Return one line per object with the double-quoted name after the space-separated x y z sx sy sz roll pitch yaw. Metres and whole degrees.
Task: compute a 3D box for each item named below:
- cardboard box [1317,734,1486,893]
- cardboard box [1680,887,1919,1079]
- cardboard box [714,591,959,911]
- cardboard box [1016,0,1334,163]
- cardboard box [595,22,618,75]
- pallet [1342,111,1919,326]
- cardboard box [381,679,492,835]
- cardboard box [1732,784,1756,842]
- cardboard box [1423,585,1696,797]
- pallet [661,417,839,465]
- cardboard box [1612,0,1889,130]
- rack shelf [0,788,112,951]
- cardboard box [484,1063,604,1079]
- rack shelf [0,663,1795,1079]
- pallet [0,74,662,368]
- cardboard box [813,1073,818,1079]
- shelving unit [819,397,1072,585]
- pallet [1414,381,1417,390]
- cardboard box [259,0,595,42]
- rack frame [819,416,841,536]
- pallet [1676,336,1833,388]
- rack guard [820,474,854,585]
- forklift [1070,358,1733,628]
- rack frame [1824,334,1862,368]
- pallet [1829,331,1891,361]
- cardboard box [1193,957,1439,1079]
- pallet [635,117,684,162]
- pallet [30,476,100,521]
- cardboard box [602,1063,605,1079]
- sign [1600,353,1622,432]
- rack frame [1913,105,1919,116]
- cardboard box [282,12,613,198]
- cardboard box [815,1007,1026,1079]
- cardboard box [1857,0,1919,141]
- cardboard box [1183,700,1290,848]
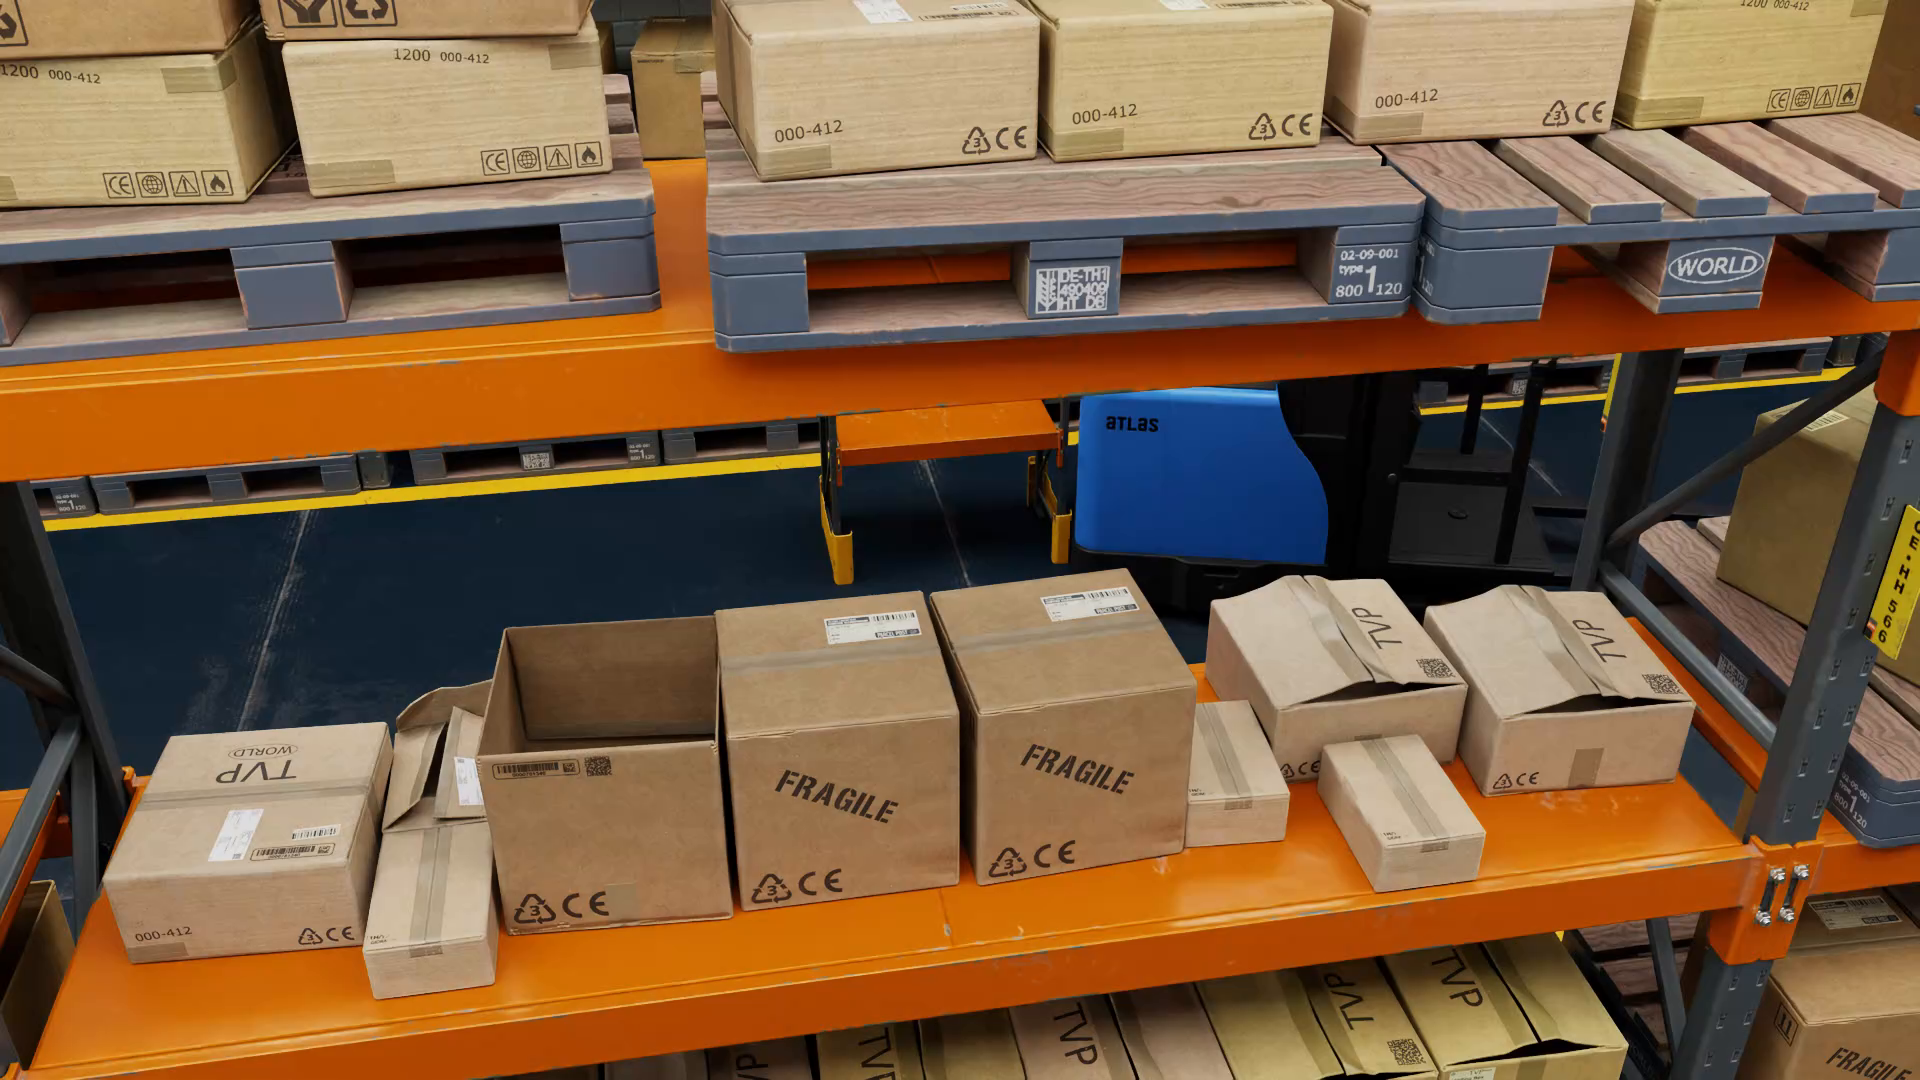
1.040 0.642 3.946 0.250 0.149 0.380 -5 31 -9 "cardboard box"
2.374 1.303 4.607 0.500 0.500 0.500 -4 31 -7 "cardboard box"
-0.291 0.480 3.875 0.500 0.500 0.500 -5 31 -9 "cardboard box"
0.361 -0.922 3.134 0.500 0.250 0.500 -6 31 -10 "cardboard box"
-1.898 -2.100 7.829 0.500 0.500 0.700 -2 31 -4 "cardboard box"
1.223 -0.791 3.363 1.003 0.211 1.213 -4 31 -7 "pallet"
-1.228 0.565 3.962 0.258 0.266 0.396 -6 31 -10 "cardboard box"
2.752 1.000 5.123 0.500 0.500 0.500 -4 31 -7 "cardboard box"
1.509 0.364 4.260 0.500 0.311 0.500 -3 31 -6 "cardboard box"
-0.988 -0.773 8.856 1.213 0.211 1.003 -5 31 -9 "pallet"
1.438 -1.026 3.309 0.500 0.250 0.500 -8 31 -13 "cardboard box"
-4.027 1.172 3.507 4.000 0.370 1.077 -5 31 -9 "rack shelf"
-1.115 1.485 4.010 0.500 0.311 0.500 -6 31 -10 "cardboard box"
-0.093 0.807 4.128 4.000 0.370 1.077 -5 31 -9 "rack shelf"
-1.195 -0.618 3.071 1.217 0.209 0.805 -7 31 -11 "pallet"
-0.106 1.630 4.318 0.500 0.250 0.500 -5 31 -8 "cardboard box"
-0.075 -0.640 7.358 1.083 1.500 0.587 -5 31 -9 "shelving unit"
1.768 -0.988 9.221 1.213 0.211 1.003 -5 31 -9 "pallet"
-0.890 -1.153 2.787 0.500 0.500 0.500 -2 31 -4 "cardboard box"
-0.584 -0.592 7.278 0.032 1.500 0.500 -5 31 -9 "rack frame"
4.168 -1.210 9.600 1.213 0.211 1.003 -5 31 -9 "pallet"
-0.565 -0.055 7.597 0.087 0.250 0.587 -5 31 -9 "rack guard"
2.033 -1.124 6.770 3.031 2.935 1.130 3 31 6 "forklift"
4.913 -2.520 9.077 0.127 3.000 1.000 -5 31 -9 "rack frame"
5.675 -1.349 9.836 1.213 0.211 1.003 -5 31 -9 "pallet"
0.894 1.298 4.328 0.500 0.311 0.500 -6 31 -10 "cardboard box"
-0.961 -1.871 8.163 1.213 0.211 1.003 -5 31 -9 "pallet"
-4.813 -0.396 8.215 1.213 0.211 1.003 -5 31 -9 "pallet"
-1.203 1.211 4.476 0.500 0.311 0.500 -4 31 -8 "cardboard box"
1.768 -0.421 4.442 0.005 0.325 0.100 -5 31 -9 "sign"
1.875 -2.272 2.736 0.127 3.000 1.000 -5 31 -9 "rack frame"
-0.912 -0.833 2.982 0.500 0.250 0.500 -8 31 -14 "cardboard box"
-0.097 1.387 4.176 0.500 0.311 0.500 -4 31 -8 "cardboard box"
2.298 -1.079 3.567 0.500 0.500 0.910 -5 31 -9 "cardboard box"
0.630 0.567 4.074 0.250 0.149 0.380 -3 31 -5 "cardboard box"
